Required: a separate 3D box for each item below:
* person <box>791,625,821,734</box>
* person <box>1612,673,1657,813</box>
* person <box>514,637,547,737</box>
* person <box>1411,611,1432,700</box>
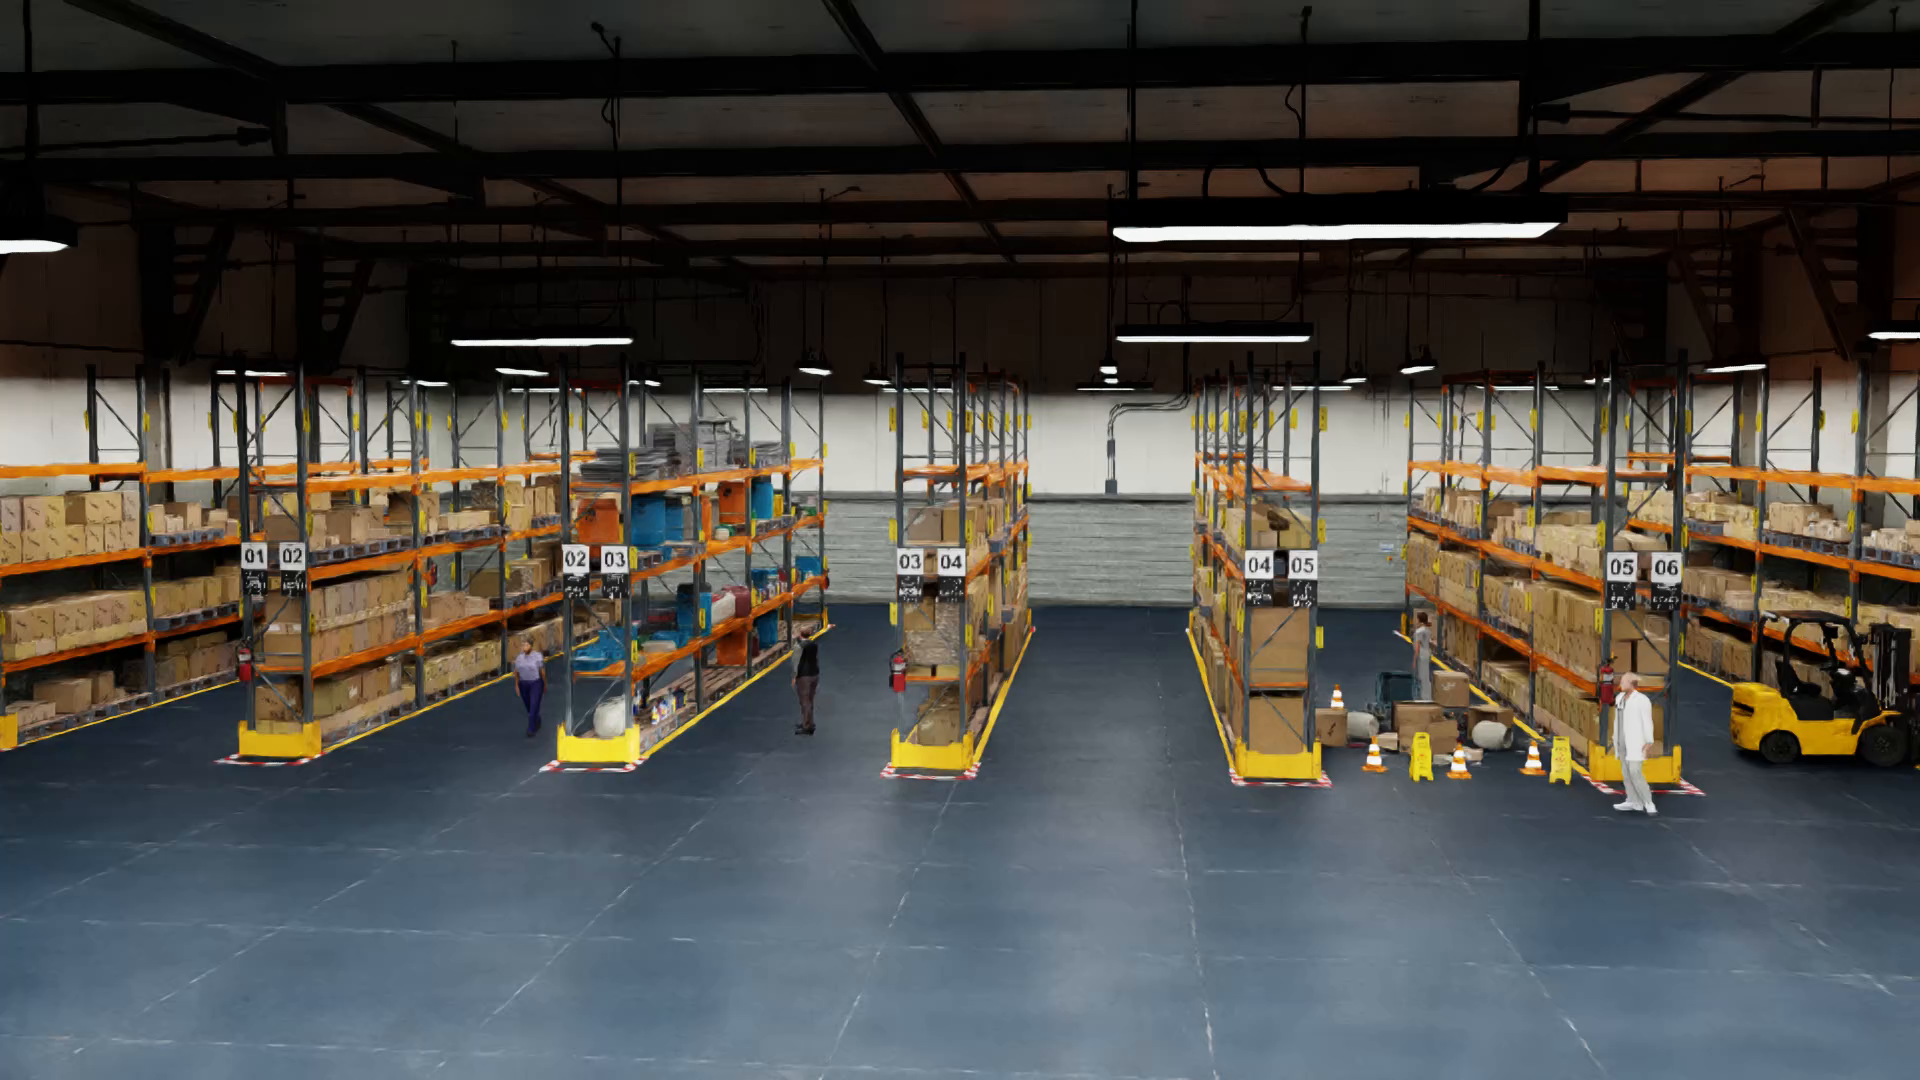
[{"bbox_3d":[-2.500,2.226,26.756,0.576,1.718,0.626,3,5,35],"label":"person"},{"bbox_3d":[8.640,2.591,21.315,0.455,1.772,0.683,-2,4,-22],"label":"person"},{"bbox_3d":[-6.878,2.327,26.543,0.479,1.553,1.090,1,4,7],"label":"person"},{"bbox_3d":[8.076,2.079,29.180,0.564,1.666,0.563,3,5,33],"label":"person"}]
